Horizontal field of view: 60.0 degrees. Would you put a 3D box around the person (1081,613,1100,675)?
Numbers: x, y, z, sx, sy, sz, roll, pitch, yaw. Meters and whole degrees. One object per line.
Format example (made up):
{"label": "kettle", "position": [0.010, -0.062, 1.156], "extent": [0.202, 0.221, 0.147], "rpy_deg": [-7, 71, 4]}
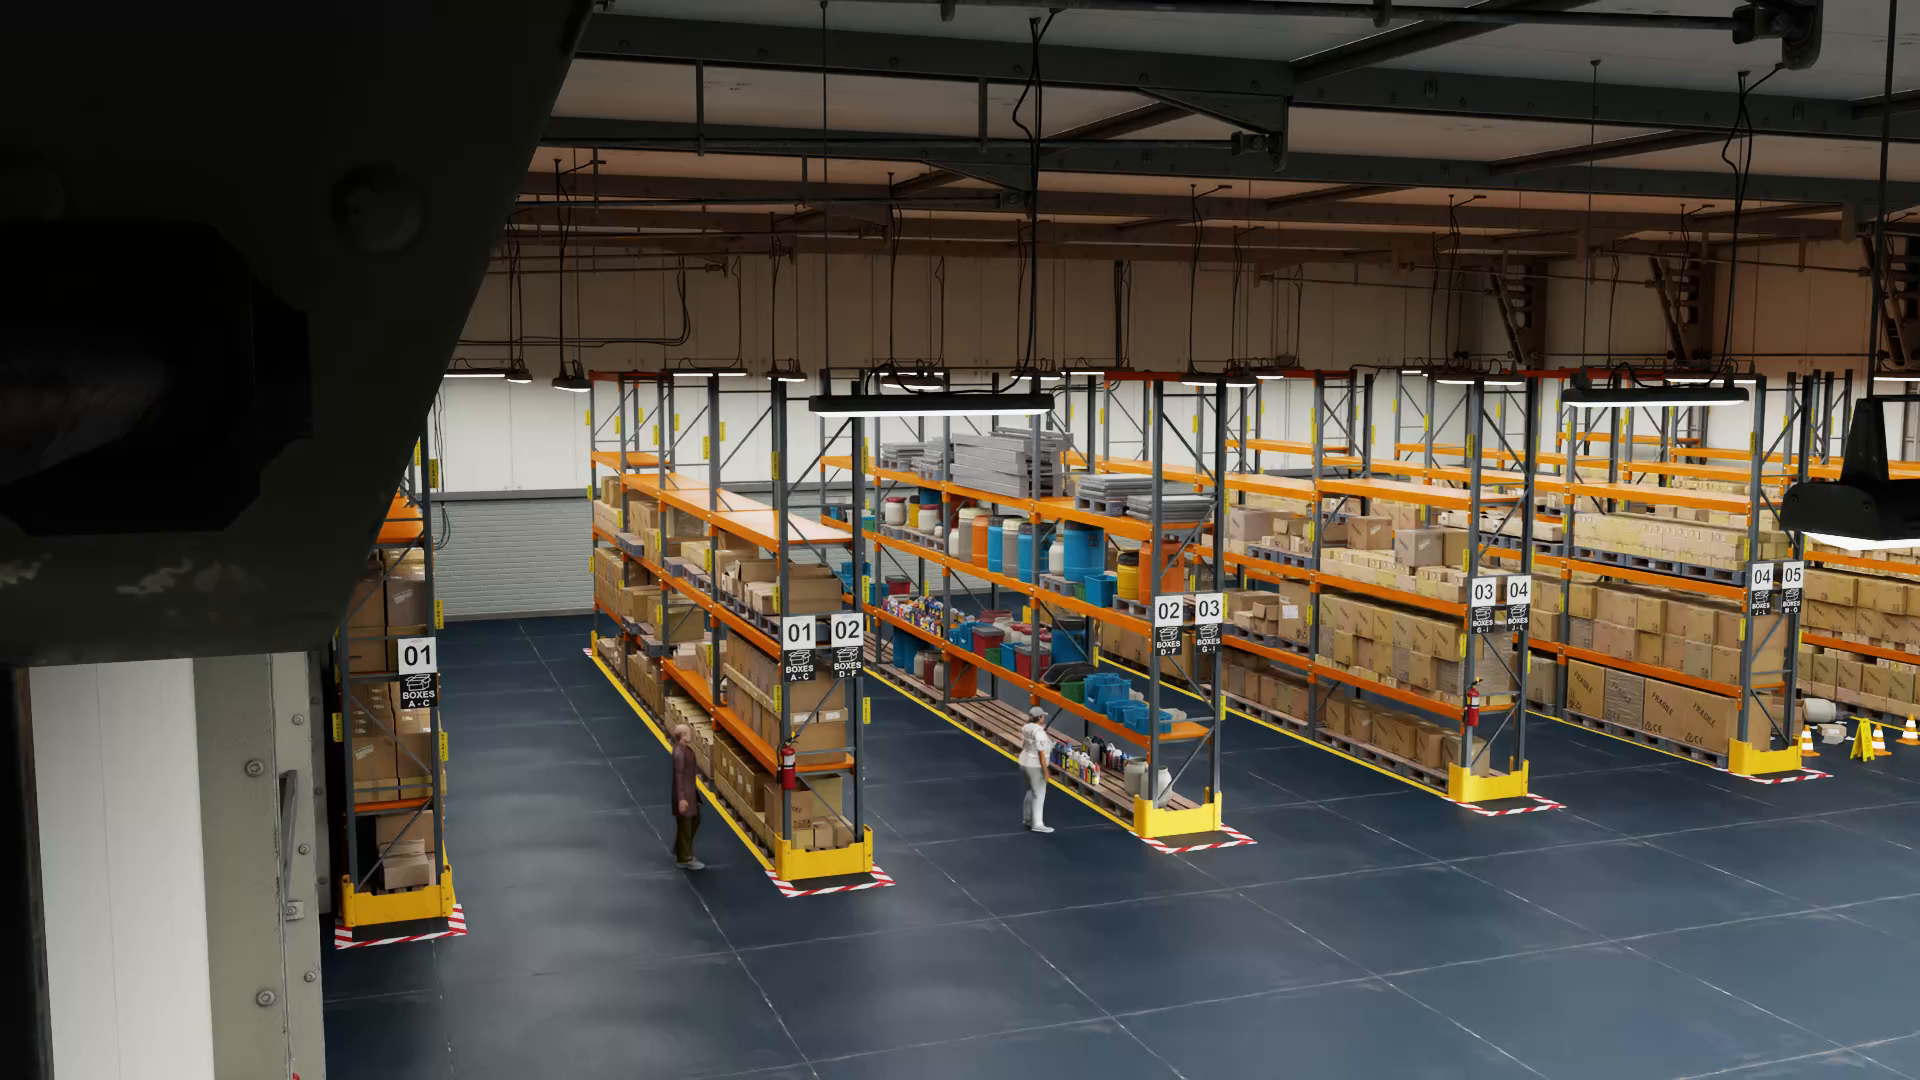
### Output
{"label": "person", "position": [2.521, 1.831, 32.449], "extent": [0.470, 1.769, 0.626], "rpy_deg": [-2, 7, -14]}

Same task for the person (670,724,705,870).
{"label": "person", "position": [-3.380, 3.279, 20.586], "extent": [0.442, 1.614, 0.682], "rpy_deg": [-1, 6, -5]}

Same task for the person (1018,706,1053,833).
{"label": "person", "position": [1.003, 3.083, 22.160], "extent": [0.400, 1.749, 0.563], "rpy_deg": [-3, 7, -24]}
